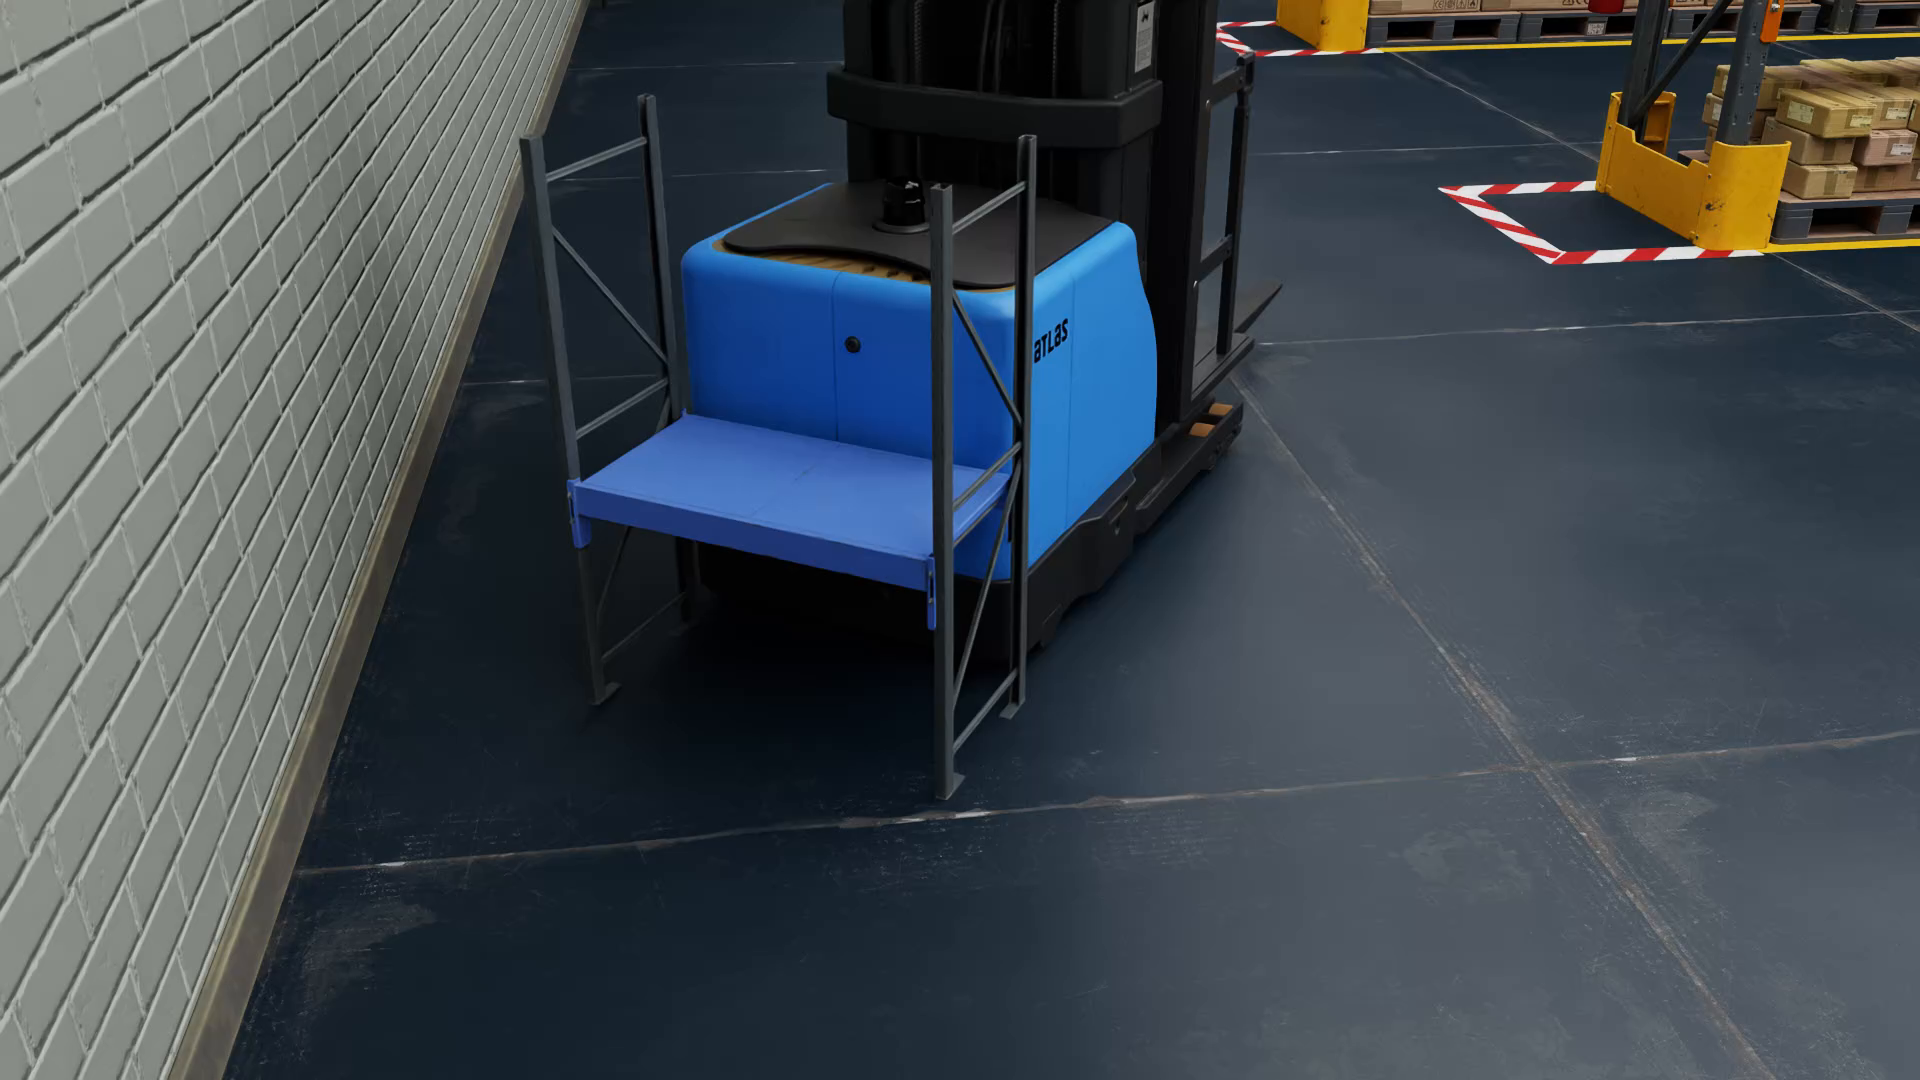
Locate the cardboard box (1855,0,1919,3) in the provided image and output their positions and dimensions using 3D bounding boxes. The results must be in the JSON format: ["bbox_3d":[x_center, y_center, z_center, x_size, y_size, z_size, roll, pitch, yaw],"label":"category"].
[{"bbox_3d":[7.347,-4.783,13.153,0.875,0.875,0.875,-3,27,-6],"label":"cardboard box"}]

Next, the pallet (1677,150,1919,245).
[{"bbox_3d":[4.457,-1.780,8.488,1.213,0.211,1.003,-4,27,-7],"label":"pallet"}]

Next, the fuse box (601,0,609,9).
[{"bbox_3d":[-2.946,-5.228,13.564,0.414,1.711,0.539,-4,27,-7],"label":"fuse box"}]

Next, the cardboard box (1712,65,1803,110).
[{"bbox_3d":[4.062,-2.311,8.480,0.250,0.149,0.380,-3,27,-7],"label":"cardboard box"}]

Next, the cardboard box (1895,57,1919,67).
[{"bbox_3d":[5.081,-2.405,8.663,0.250,0.149,0.380,-3,27,-5],"label":"cardboard box"}]

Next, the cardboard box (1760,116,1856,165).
[{"bbox_3d":[4.127,-1.948,8.098,0.250,0.149,0.380,-3,27,-5],"label":"cardboard box"}]

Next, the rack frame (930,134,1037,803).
[{"bbox_3d":[0.056,-0.140,3.880,0.032,1.500,0.500,12,29,22],"label":"rack frame"}]

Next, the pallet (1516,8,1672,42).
[{"bbox_3d":[4.769,-4.133,13.074,1.213,0.211,1.003,-4,27,-7],"label":"pallet"}]

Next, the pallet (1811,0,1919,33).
[{"bbox_3d":[7.497,-4.308,13.415,1.213,0.211,1.003,-4,27,-7],"label":"pallet"}]

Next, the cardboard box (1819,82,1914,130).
[{"bbox_3d":[4.395,-2.115,8.097,0.250,0.149,0.380,-3,27,-6],"label":"cardboard box"}]

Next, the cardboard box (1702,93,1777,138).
[{"bbox_3d":[4.055,-2.193,8.576,0.250,0.149,0.380,-4,27,-8],"label":"cardboard box"}]

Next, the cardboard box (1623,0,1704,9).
[{"bbox_3d":[5.221,-4.464,13.011,0.875,0.438,0.875,-4,27,-9],"label":"cardboard box"}]

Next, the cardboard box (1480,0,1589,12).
[{"bbox_3d":[4.328,-4.407,12.900,0.875,0.438,0.875,-3,27,-6],"label":"cardboard box"}]

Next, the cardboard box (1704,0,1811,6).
[{"bbox_3d":[6.107,-4.521,13.122,0.875,0.438,0.875,-4,27,-8],"label":"cardboard box"}]

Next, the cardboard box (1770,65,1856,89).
[{"bbox_3d":[4.318,-2.301,8.461,0.250,0.149,0.380,-3,27,-6],"label":"cardboard box"}]

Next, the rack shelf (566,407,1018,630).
[{"bbox_3d":[-0.406,-0.076,4.149,1.000,0.185,0.538,12,29,22],"label":"rack shelf"}]

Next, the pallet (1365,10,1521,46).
[{"bbox_3d":[3.564,-4.057,12.925,1.213,0.211,1.003,-4,27,-7],"label":"pallet"}]

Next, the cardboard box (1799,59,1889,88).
[{"bbox_3d":[4.557,-2.375,8.605,0.250,0.149,0.380,-4,27,-8],"label":"cardboard box"}]

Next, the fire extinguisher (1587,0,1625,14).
[{"bbox_3d":[3.259,-2.972,8.250,0.183,0.674,0.296,-4,27,-7],"label":"fire extinguisher"}]

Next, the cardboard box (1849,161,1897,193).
[{"bbox_3d":[4.384,-1.841,8.214,0.250,0.149,0.380,-4,27,-7],"label":"cardboard box"}]

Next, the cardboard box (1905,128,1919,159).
[{"bbox_3d":[4.636,-1.996,8.190,0.250,0.149,0.380,-3,27,-6],"label":"cardboard box"}]

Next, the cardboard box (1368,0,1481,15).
[{"bbox_3d":[3.422,-4.345,12.780,0.875,0.438,0.875,-5,28,-9],"label":"cardboard box"}]

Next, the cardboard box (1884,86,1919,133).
[{"bbox_3d":[4.662,-2.073,8.015,0.250,0.149,0.380,-4,27,-7],"label":"cardboard box"}]

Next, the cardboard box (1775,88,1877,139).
[{"bbox_3d":[4.139,-2.043,7.957,0.250,0.149,0.380,-5,28,-9],"label":"cardboard box"}]

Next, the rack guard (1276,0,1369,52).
[{"bbox_3d":[2.759,-4.098,12.688,0.348,0.500,1.175,-4,27,-7],"label":"rack guard"}]

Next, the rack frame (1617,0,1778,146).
[{"bbox_3d":[3.573,-2.980,7.772,0.127,3.000,1.000,-4,27,-7],"label":"rack frame"}]

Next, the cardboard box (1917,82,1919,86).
[{"bbox_3d":[4.896,-2.126,8.119,0.250,0.149,0.380,-5,28,-10],"label":"cardboard box"}]

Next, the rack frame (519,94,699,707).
[{"bbox_3d":[-0.869,-0.332,4.254,0.032,1.500,0.500,12,29,22],"label":"rack frame"}]

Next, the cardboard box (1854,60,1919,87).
[{"bbox_3d":[4.822,-2.363,8.581,0.250,0.149,0.380,-5,28,-9],"label":"cardboard box"}]

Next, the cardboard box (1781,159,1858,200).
[{"bbox_3d":[4.136,-1.787,8.110,0.250,0.149,0.380,-3,27,-6],"label":"cardboard box"}]

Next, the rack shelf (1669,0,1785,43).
[{"bbox_3d":[5.553,-2.787,8.184,4.000,0.370,1.077,-4,27,-7],"label":"rack shelf"}]

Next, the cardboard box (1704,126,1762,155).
[{"bbox_3d":[4.065,-2.026,8.576,0.250,0.149,0.380,-3,27,-6],"label":"cardboard box"}]

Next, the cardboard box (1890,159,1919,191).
[{"bbox_3d":[4.629,-1.860,8.251,0.250,0.149,0.380,-3,27,-7],"label":"cardboard box"}]

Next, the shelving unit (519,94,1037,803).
[{"bbox_3d":[-0.406,-0.236,4.067,1.048,1.500,0.538,12,29,22],"label":"shelving unit"}]

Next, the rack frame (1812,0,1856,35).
[{"bbox_3d":[6.744,-5.466,12.616,0.127,3.000,1.000,-4,27,-7],"label":"rack frame"}]

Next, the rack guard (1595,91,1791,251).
[{"bbox_3d":[3.648,-1.873,8.352,0.348,0.500,1.175,-4,27,-7],"label":"rack guard"}]

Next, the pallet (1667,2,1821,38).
[{"bbox_3d":[5.980,-4.212,13.228,1.213,0.211,1.003,-4,27,-7],"label":"pallet"}]

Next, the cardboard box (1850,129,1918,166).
[{"bbox_3d":[4.406,-1.940,8.082,0.250,0.149,0.380,-4,27,-7],"label":"cardboard box"}]

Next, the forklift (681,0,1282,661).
[{"bbox_3d":[0.348,-1.622,5.201,1.130,2.935,3.031,13,30,23],"label":"forklift"}]
